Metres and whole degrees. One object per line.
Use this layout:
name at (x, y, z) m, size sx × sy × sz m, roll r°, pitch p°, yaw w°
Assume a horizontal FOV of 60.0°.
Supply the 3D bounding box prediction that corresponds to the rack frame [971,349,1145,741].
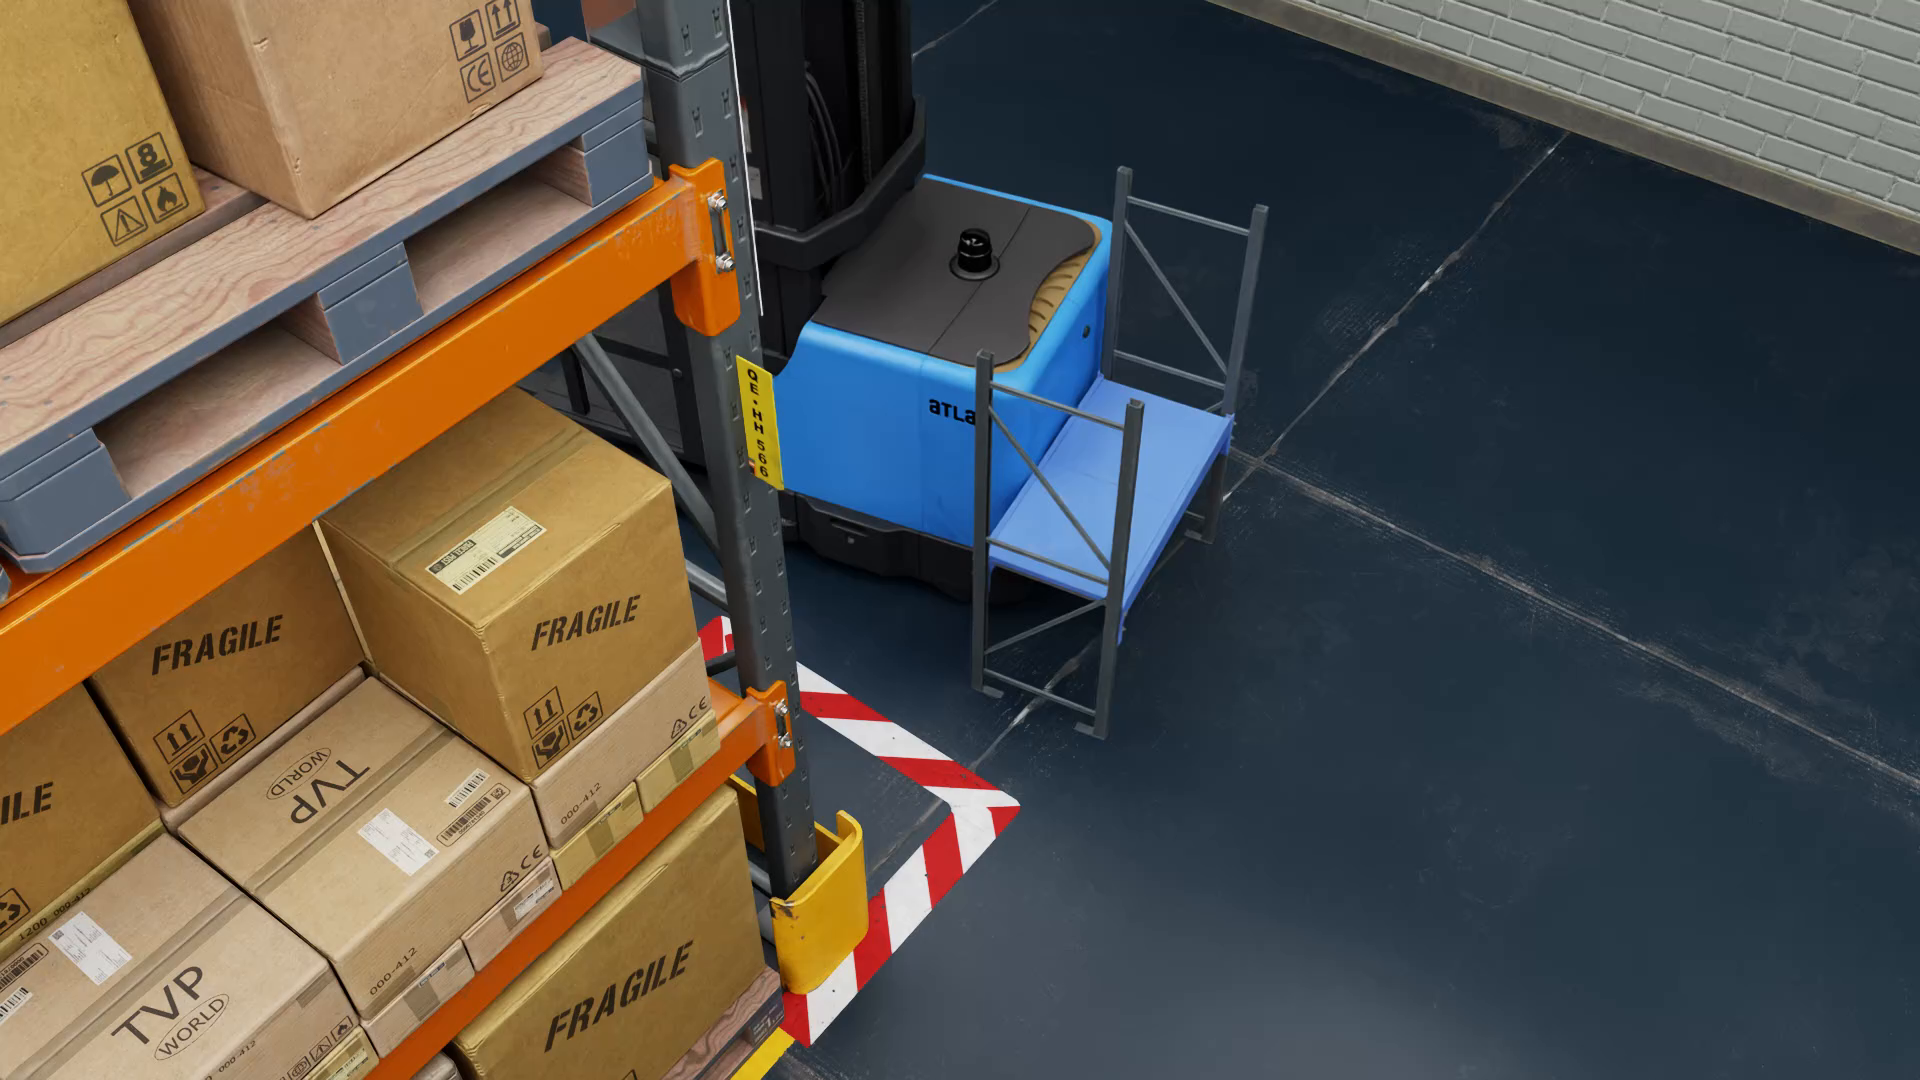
rack frame at (0.272, 0.069, 5.145) m, size 0.500 × 1.500 × 0.032 m, roll 20°, pitch 50°, yaw 18°

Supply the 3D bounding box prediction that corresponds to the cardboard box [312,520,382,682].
cardboard box at (-1.343, 0.100, 3.978) m, size 0.500 × 0.250 × 0.500 m, roll 28°, pitch 52°, yaw 24°

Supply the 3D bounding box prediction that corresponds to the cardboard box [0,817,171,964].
cardboard box at (-1.966, 0.686, 3.418) m, size 0.500 × 0.250 × 0.500 m, roll 28°, pitch 52°, yaw 24°

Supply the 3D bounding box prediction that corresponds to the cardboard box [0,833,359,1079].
cardboard box at (-1.544, 0.920, 3.194) m, size 0.500 × 0.250 × 0.500 m, roll 27°, pitch 52°, yaw 24°

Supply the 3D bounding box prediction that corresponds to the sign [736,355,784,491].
sign at (-0.415, -0.239, 3.439) m, size 0.100 × 0.325 × 0.005 m, roll 29°, pitch 53°, yaw 25°

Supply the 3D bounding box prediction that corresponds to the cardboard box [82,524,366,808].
cardboard box at (-1.649, 0.127, 3.434) m, size 0.500 × 0.500 × 0.500 m, roll 28°, pitch 52°, yaw 24°

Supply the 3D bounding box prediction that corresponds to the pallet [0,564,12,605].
pallet at (-2.027, 0.120, 2.048) m, size 1.003 × 0.211 × 1.213 m, roll 29°, pitch 53°, yaw 25°

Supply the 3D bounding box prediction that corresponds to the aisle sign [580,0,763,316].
aisle sign at (-0.554, -0.811, 3.153) m, size 0.394 × 0.787 × 0.004 m, roll 29°, pitch 53°, yaw 25°

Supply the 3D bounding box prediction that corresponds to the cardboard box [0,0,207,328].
cardboard box at (-1.551, -0.665, 2.308) m, size 0.700 × 0.500 × 0.500 m, roll 27°, pitch 52°, yaw 24°

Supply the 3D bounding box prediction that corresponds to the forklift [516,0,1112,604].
forklift at (-0.973, -1.497, 5.653) m, size 3.031 × 2.935 × 1.130 m, roll 18°, pitch 49°, yaw 16°

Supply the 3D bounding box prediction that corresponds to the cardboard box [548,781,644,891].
cardboard box at (-0.951, 0.581, 3.794) m, size 0.380 × 0.149 × 0.250 m, roll 30°, pitch 53°, yaw 25°

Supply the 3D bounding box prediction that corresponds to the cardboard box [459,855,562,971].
cardboard box at (-1.106, 0.725, 3.657) m, size 0.380 × 0.149 × 0.250 m, roll 29°, pitch 53°, yaw 25°

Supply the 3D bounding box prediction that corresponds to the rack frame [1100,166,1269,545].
rack frame at (0.728, -0.588, 5.773) m, size 0.500 × 1.500 × 0.032 m, roll 20°, pitch 50°, yaw 18°

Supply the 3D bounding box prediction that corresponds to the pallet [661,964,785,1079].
pallet at (-1.263, 1.451, 4.718) m, size 1.003 × 0.211 × 1.213 m, roll 29°, pitch 53°, yaw 25°

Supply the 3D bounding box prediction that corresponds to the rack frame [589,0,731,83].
rack frame at (-0.836, -2.077, 2.011) m, size 1.000 × 3.000 × 0.127 m, roll 29°, pitch 53°, yaw 25°

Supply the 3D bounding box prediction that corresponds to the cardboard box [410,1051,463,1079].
cardboard box at (-1.720, 1.506, 3.916) m, size 0.875 × 0.875 × 0.875 m, roll 29°, pitch 53°, yaw 25°

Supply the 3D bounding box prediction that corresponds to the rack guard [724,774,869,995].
rack guard at (-0.821, 0.845, 5.097) m, size 1.175 × 0.500 × 0.348 m, roll 29°, pitch 53°, yaw 25°

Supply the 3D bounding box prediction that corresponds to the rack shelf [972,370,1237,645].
rack shelf at (0.499, -0.135, 5.590) m, size 0.538 × 0.185 × 1.000 m, roll 20°, pitch 50°, yaw 18°

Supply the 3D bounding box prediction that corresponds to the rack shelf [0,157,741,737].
rack shelf at (-2.059, 0.352, 2.262) m, size 1.077 × 0.370 × 4.000 m, roll 29°, pitch 53°, yaw 25°

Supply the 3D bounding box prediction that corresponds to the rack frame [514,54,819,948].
rack frame at (-0.836, -0.005, 4.180) m, size 1.000 × 3.000 × 0.127 m, roll 29°, pitch 53°, yaw 25°

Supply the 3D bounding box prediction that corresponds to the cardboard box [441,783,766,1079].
cardboard box at (-1.164, 0.986, 4.413) m, size 0.875 × 0.875 × 0.875 m, roll 29°, pitch 53°, yaw 25°

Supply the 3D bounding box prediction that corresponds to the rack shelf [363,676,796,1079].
rack shelf at (-2.059, 1.388, 3.347) m, size 1.077 × 0.370 × 4.000 m, roll 29°, pitch 53°, yaw 25°

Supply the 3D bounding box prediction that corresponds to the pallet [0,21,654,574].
pallet at (-1.281, -0.581, 2.718) m, size 1.003 × 0.211 × 1.213 m, roll 29°, pitch 53°, yaw 25°

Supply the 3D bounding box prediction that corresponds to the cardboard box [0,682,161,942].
cardboard box at (-1.961, 0.426, 3.148) m, size 0.500 × 0.500 × 0.500 m, roll 28°, pitch 52°, yaw 24°

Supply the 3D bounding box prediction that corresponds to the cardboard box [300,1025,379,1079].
cardboard box at (-1.416, 1.016, 3.378) m, size 0.380 × 0.149 × 0.250 m, roll 28°, pitch 52°, yaw 24°

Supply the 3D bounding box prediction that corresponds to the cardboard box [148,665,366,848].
cardboard box at (-1.655, 0.400, 3.691) m, size 0.500 × 0.250 × 0.500 m, roll 29°, pitch 53°, yaw 25°

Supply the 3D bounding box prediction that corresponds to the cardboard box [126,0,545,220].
cardboard box at (-1.111, -0.934, 2.564) m, size 0.700 × 0.500 × 0.500 m, roll 26°, pitch 52°, yaw 23°

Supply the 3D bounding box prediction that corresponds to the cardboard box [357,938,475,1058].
cardboard box at (-1.259, 0.867, 3.521) m, size 0.380 × 0.149 × 0.250 m, roll 30°, pitch 53°, yaw 26°

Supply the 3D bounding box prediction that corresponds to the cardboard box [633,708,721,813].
cardboard box at (-0.793, 0.431, 3.937) m, size 0.380 × 0.149 × 0.250 m, roll 30°, pitch 53°, yaw 26°

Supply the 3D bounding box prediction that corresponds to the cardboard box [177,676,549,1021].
cardboard box at (-1.233, 0.629, 3.473) m, size 0.500 × 0.250 × 0.500 m, roll 28°, pitch 53°, yaw 24°

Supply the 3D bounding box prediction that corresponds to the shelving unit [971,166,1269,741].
shelving unit at (0.500, -0.259, 5.459) m, size 0.538 × 1.500 × 1.048 m, roll 20°, pitch 50°, yaw 18°

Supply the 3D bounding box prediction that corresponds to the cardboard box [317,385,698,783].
cardboard box at (-0.926, 0.080, 3.478) m, size 0.500 × 0.500 × 0.500 m, roll 30°, pitch 53°, yaw 25°

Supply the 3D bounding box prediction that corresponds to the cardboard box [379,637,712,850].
cardboard box at (-0.922, 0.339, 3.750) m, size 0.500 × 0.250 × 0.500 m, roll 28°, pitch 53°, yaw 24°
